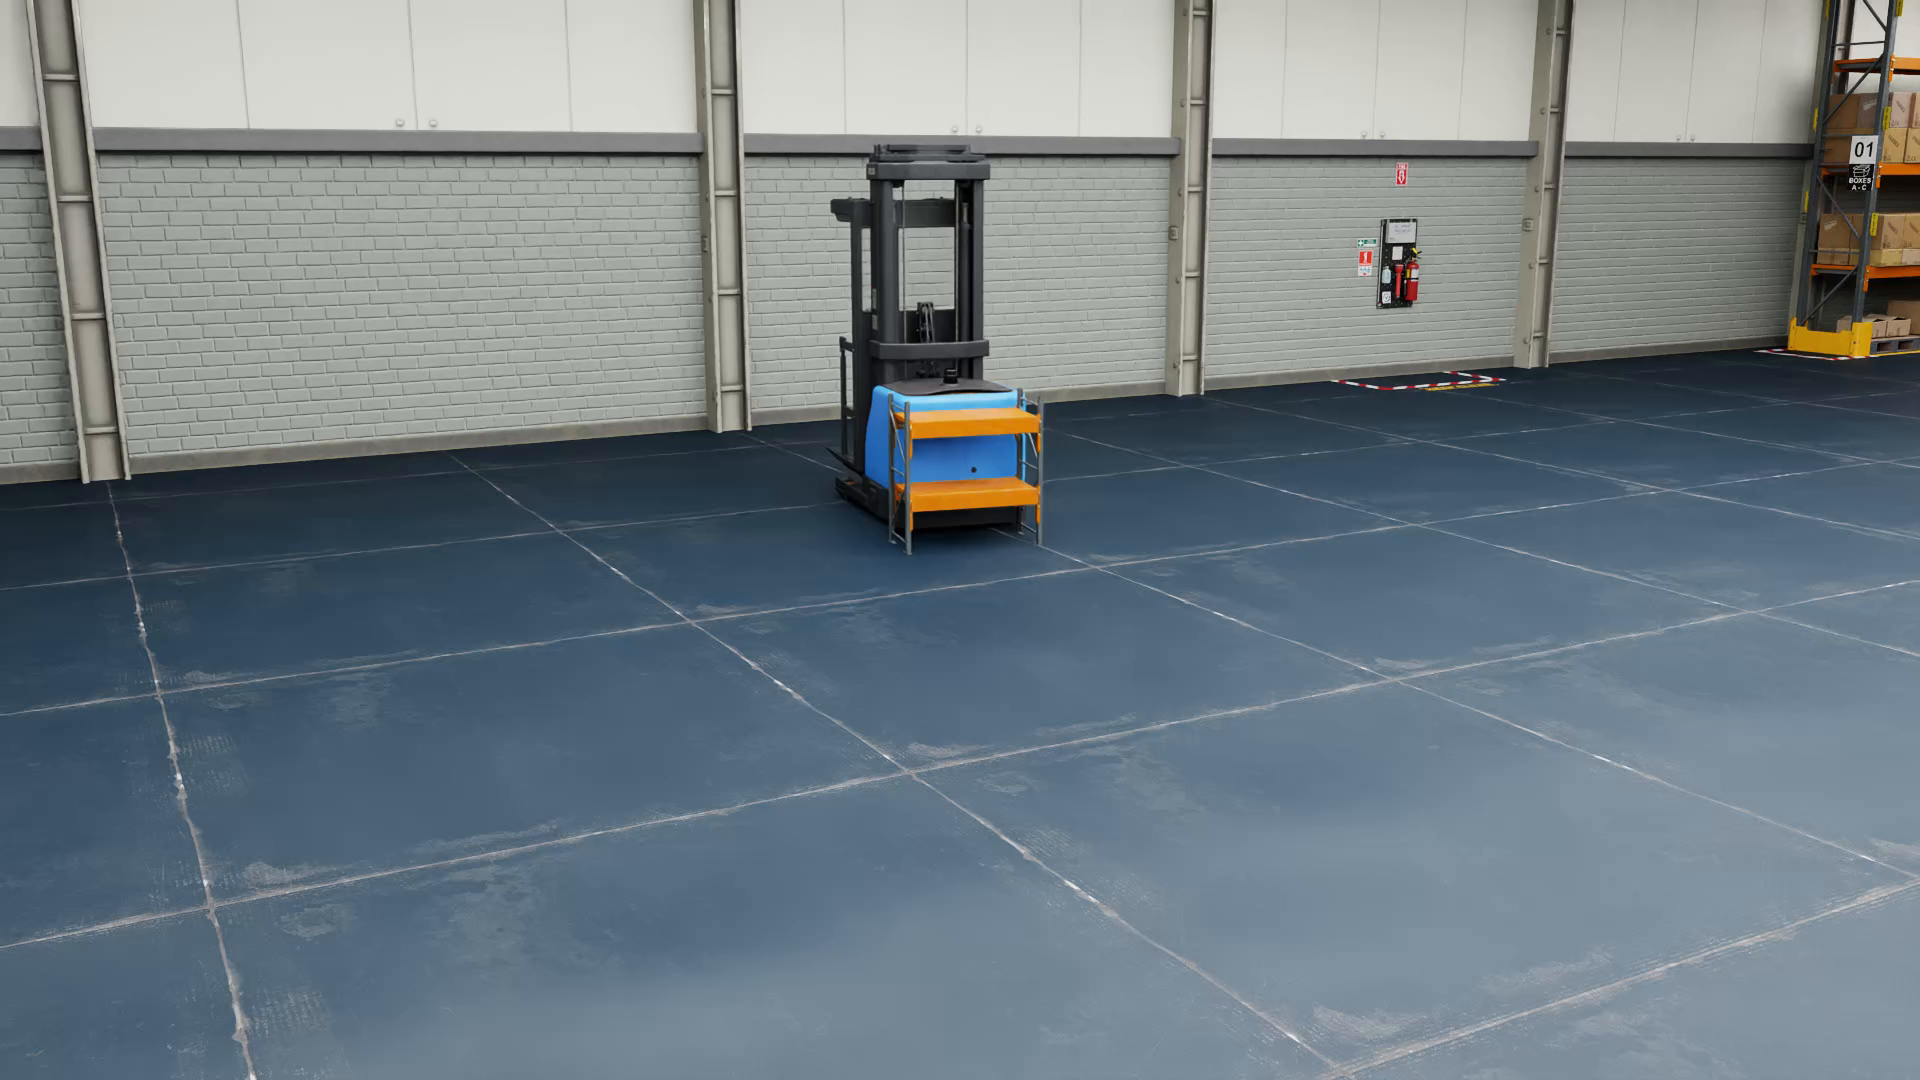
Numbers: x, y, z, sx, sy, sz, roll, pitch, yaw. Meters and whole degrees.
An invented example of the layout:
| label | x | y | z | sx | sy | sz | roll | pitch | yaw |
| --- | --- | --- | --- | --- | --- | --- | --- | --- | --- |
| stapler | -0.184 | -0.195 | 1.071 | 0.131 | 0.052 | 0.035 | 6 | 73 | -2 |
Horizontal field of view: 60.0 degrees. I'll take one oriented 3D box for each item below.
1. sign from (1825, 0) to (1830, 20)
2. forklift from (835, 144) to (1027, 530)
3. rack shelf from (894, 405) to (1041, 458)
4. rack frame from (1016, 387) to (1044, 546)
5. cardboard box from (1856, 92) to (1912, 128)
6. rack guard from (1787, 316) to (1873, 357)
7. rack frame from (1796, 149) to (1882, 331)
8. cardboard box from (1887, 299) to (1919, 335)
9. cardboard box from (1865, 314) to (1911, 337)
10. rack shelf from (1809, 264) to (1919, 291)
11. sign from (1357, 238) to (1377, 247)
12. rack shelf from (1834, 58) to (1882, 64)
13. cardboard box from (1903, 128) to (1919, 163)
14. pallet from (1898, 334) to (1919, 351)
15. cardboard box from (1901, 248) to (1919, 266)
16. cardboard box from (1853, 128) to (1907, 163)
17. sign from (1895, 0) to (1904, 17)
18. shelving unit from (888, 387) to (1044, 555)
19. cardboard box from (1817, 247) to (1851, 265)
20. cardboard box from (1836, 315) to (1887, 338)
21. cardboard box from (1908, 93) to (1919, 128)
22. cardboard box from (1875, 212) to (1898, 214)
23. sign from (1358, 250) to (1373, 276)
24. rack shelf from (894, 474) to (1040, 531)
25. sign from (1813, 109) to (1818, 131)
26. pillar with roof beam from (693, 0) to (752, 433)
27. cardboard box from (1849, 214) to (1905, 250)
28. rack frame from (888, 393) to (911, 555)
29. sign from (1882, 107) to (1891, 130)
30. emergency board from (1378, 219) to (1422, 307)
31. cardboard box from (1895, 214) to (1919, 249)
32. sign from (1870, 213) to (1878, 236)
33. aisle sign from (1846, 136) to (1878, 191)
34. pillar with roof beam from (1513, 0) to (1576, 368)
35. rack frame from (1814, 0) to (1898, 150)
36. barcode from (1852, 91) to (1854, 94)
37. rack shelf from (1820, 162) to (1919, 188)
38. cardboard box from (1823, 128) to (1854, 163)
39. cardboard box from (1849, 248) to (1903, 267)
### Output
| label | x | y | z | sx | sy | sz | roll | pitch | yaw |
| --- | --- | --- | --- | --- | --- | --- | --- | --- | --- |
| sign | 12.872 | -7.874 | 24.615 | 0.005 | 0.325 | 0.100 | -7 | 14 | -28 |
| forklift | -0.431 | -1.787 | 13.874 | 1.130 | 2.935 | 3.031 | -4 | 13 | -18 |
| rack shelf | 0.039 | -0.810 | 12.312 | 1.000 | 0.278 | 0.538 | -4 | 13 | -17 |
| rack frame | 0.525 | -0.557 | 12.524 | 0.032 | 1.125 | 0.500 | -4 | 13 | -17 |
| cardboard box | 13.575 | -6.309 | 24.429 | 0.500 | 0.500 | 0.500 | -8 | 15 | -32 |
| rack guard | 13.187 | -3.094 | 25.219 | 0.348 | 0.500 | 1.175 | -7 | 14 | -28 |
| rack frame | 13.120 | -4.306 | 24.909 | 0.127 | 3.000 | 1.000 | -7 | 14 | -28 |
| cardboard box | 14.939 | -3.484 | 25.948 | 0.500 | 0.500 | 0.700 | -8 | 15 | -31 |
| cardboard box | 14.271 | -3.324 | 25.668 | 0.500 | 0.311 | 0.500 | -6 | 14 | -23 |
| rack shelf | 14.876 | -4.165 | 25.923 | 4.000 | 0.370 | 1.077 | -7 | 14 | -28 |
| sign | 5.340 | -3.898 | 21.812 | 0.331 | 0.109 | 0.001 | -7 | 14 | -28 |
| rack shelf | 14.876 | -7.220 | 25.235 | 3.809 | 0.052 | 0.919 | -7 | 14 | -28 |
| cardboard box | 14.022 | -5.864 | 24.729 | 0.500 | 0.500 | 0.500 | -6 | 14 | -24 |
| pallet | 14.987 | -3.159 | 26.166 | 1.213 | 0.211 | 1.003 | -7 | 14 | -28 |
| cardboard box | 14.150 | -4.290 | 25.134 | 0.500 | 0.250 | 0.500 | -7 | 15 | -30 |
| cardboard box | 13.534 | -5.814 | 24.508 | 0.500 | 0.500 | 0.500 | -6 | 14 | -26 |
| sign | 13.380 | -7.622 | 23.674 | 0.005 | 0.325 | 0.100 | -7 | 14 | -28 |
| shelving unit | 0.039 | -0.524 | 12.376 | 1.048 | 1.125 | 0.538 | -4 | 13 | -17 |
| cardboard box | 13.438 | -4.329 | 25.307 | 0.500 | 0.250 | 0.500 | -7 | 14 | -27 |
| cardboard box | 13.771 | -3.264 | 25.402 | 0.500 | 0.311 | 0.500 | -9 | 15 | -34 |
| cardboard box | 14.039 | -6.352 | 24.620 | 0.500 | 0.500 | 0.500 | -7 | 14 | -29 |
| cardboard box | 14.331 | -4.805 | 25.715 | 0.500 | 0.500 | 0.500 | -7 | 15 | -29 |
| sign | 5.332 | -3.641 | 21.875 | 0.234 | 0.329 | 0.001 | -7 | 14 | -28 |
| rack shelf | 0.039 | -0.286 | 12.430 | 1.000 | 0.278 | 0.538 | -4 | 13 | -17 |
| sign | 12.872 | -6.310 | 24.967 | 0.005 | 0.325 | 0.100 | -7 | 14 | -28 |
| pillar with roof beam | -0.416 | -4.749 | 13.217 | 0.400 | 9.000 | 9.100 | -7 | 14 | -28 |
| cardboard box | 13.683 | -4.600 | 24.806 | 0.500 | 0.500 | 0.500 | -7 | 14 | -28 |
| rack frame | -0.446 | -0.491 | 12.228 | 0.032 | 1.125 | 0.500 | -4 | 13 | -17 |
| sign | 13.381 | -6.091 | 24.019 | 0.005 | 0.325 | 0.100 | -7 | 14 | -28 |
| emergency board | 5.870 | -3.662 | 22.050 | 0.636 | 1.158 | 0.192 | -7 | 14 | -28 |
| cardboard box | 14.122 | -4.650 | 25.029 | 0.500 | 0.500 | 0.500 | -7 | 14 | -28 |
| sign | 13.381 | -4.623 | 24.349 | 0.005 | 0.325 | 0.100 | -7 | 14 | -28 |
| aisle sign | 13.201 | -5.508 | 24.333 | 0.004 | 0.787 | 0.394 | -7 | 14 | -28 |
| pillar with roof beam | 10.117 | -6.012 | 18.827 | 0.400 | 9.000 | 9.100 | -7 | 14 | -28 |
| rack frame | 13.120 | -7.232 | 24.250 | 0.127 | 3.000 | 1.000 | -7 | 14 | -28 |
| barcode | 13.504 | -6.769 | 25.153 | 0.075 | 0.075 | 0.001 | -7 | 14 | -28 |
| rack shelf | 14.876 | -5.628 | 25.593 | 4.000 | 0.370 | 1.077 | -7 | 14 | -28 |
| cardboard box | 13.365 | -5.920 | 24.978 | 0.500 | 0.500 | 0.500 | -6 | 14 | -24 |
| cardboard box | 13.701 | -4.232 | 24.879 | 0.500 | 0.250 | 0.500 | -7 | 15 | -29 |
